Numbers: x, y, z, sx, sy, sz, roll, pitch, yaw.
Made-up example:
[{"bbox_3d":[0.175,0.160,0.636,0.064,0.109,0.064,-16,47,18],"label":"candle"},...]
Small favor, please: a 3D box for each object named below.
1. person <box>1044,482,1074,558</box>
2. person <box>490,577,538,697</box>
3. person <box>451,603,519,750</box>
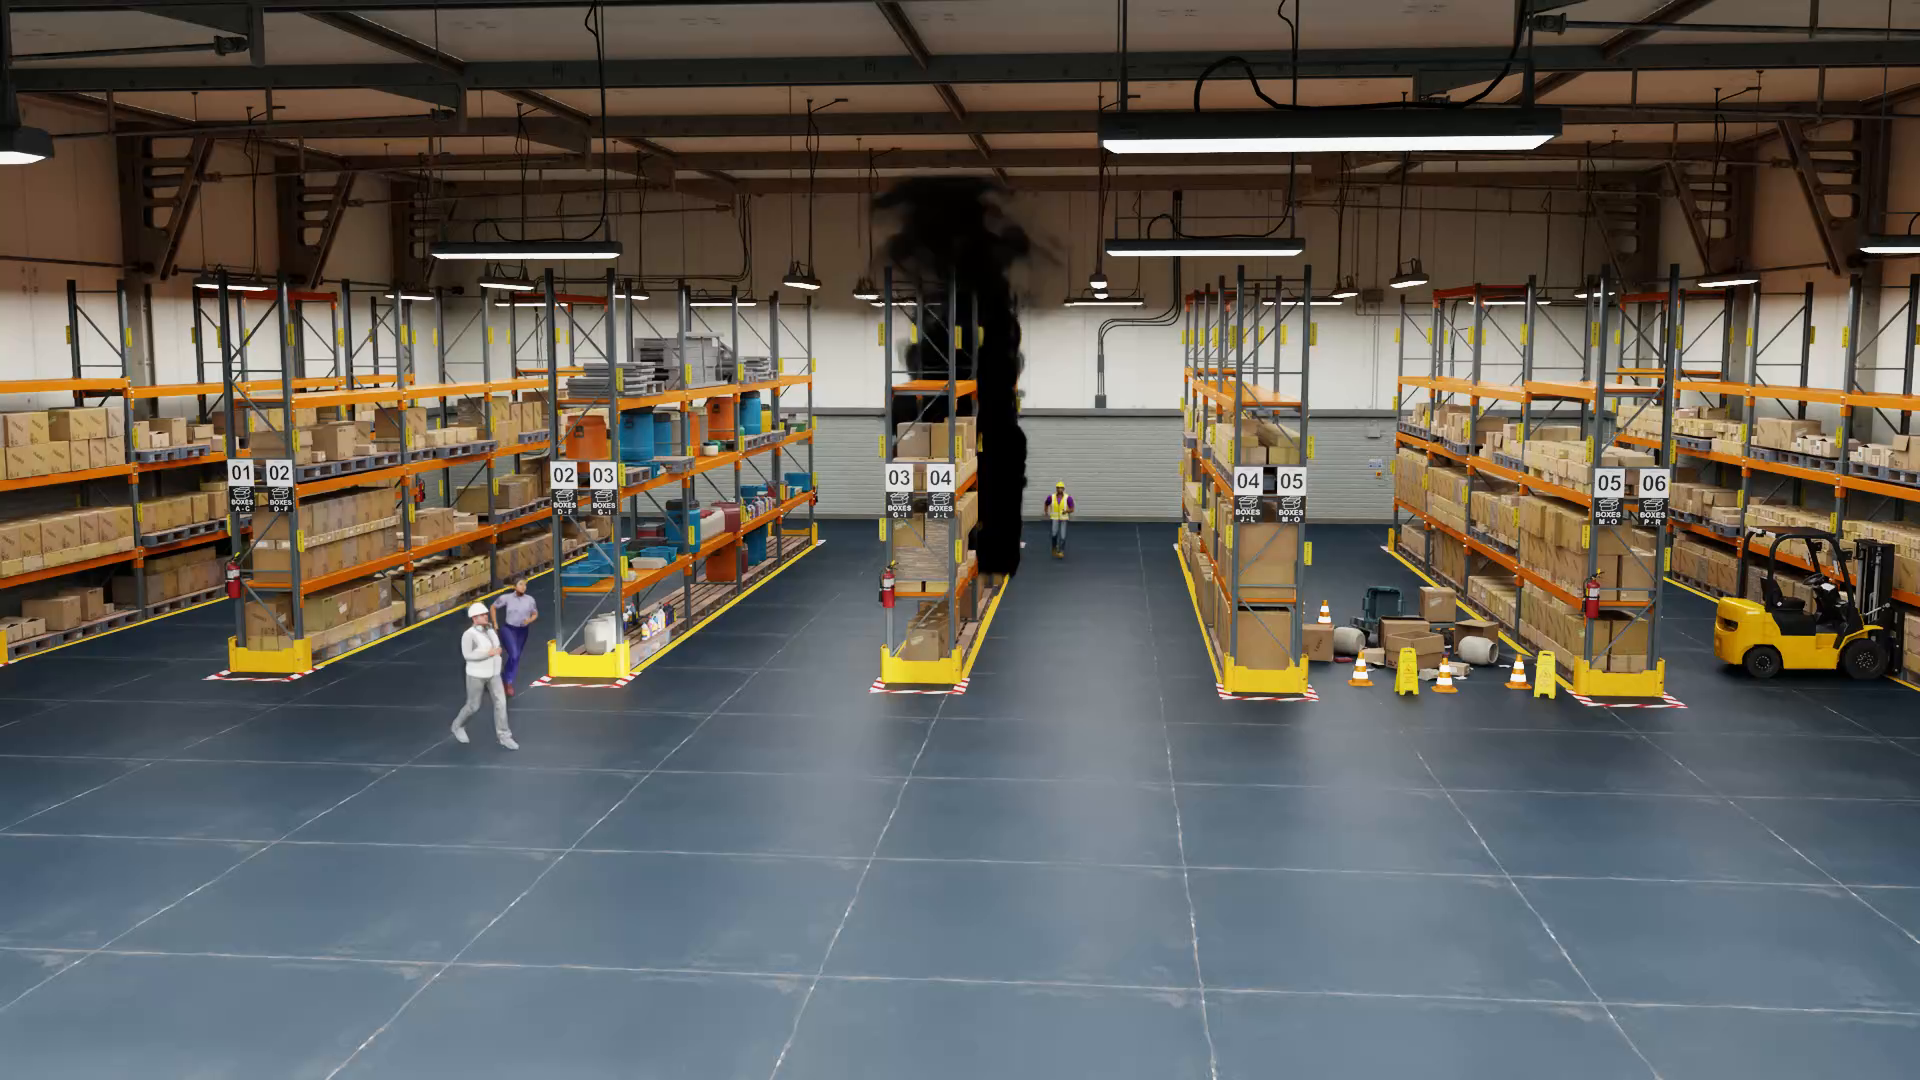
[{"bbox_3d":[2.242,-0.452,37.700,0.688,1.725,0.645,0,7,4],"label":"person"},{"bbox_3d":[-6.277,1.341,23.546,0.613,1.624,0.677,-6,9,-39],"label":"person"},{"bbox_3d":[-5.807,1.644,20.258,0.952,1.772,0.650,4,8,30],"label":"person"}]
